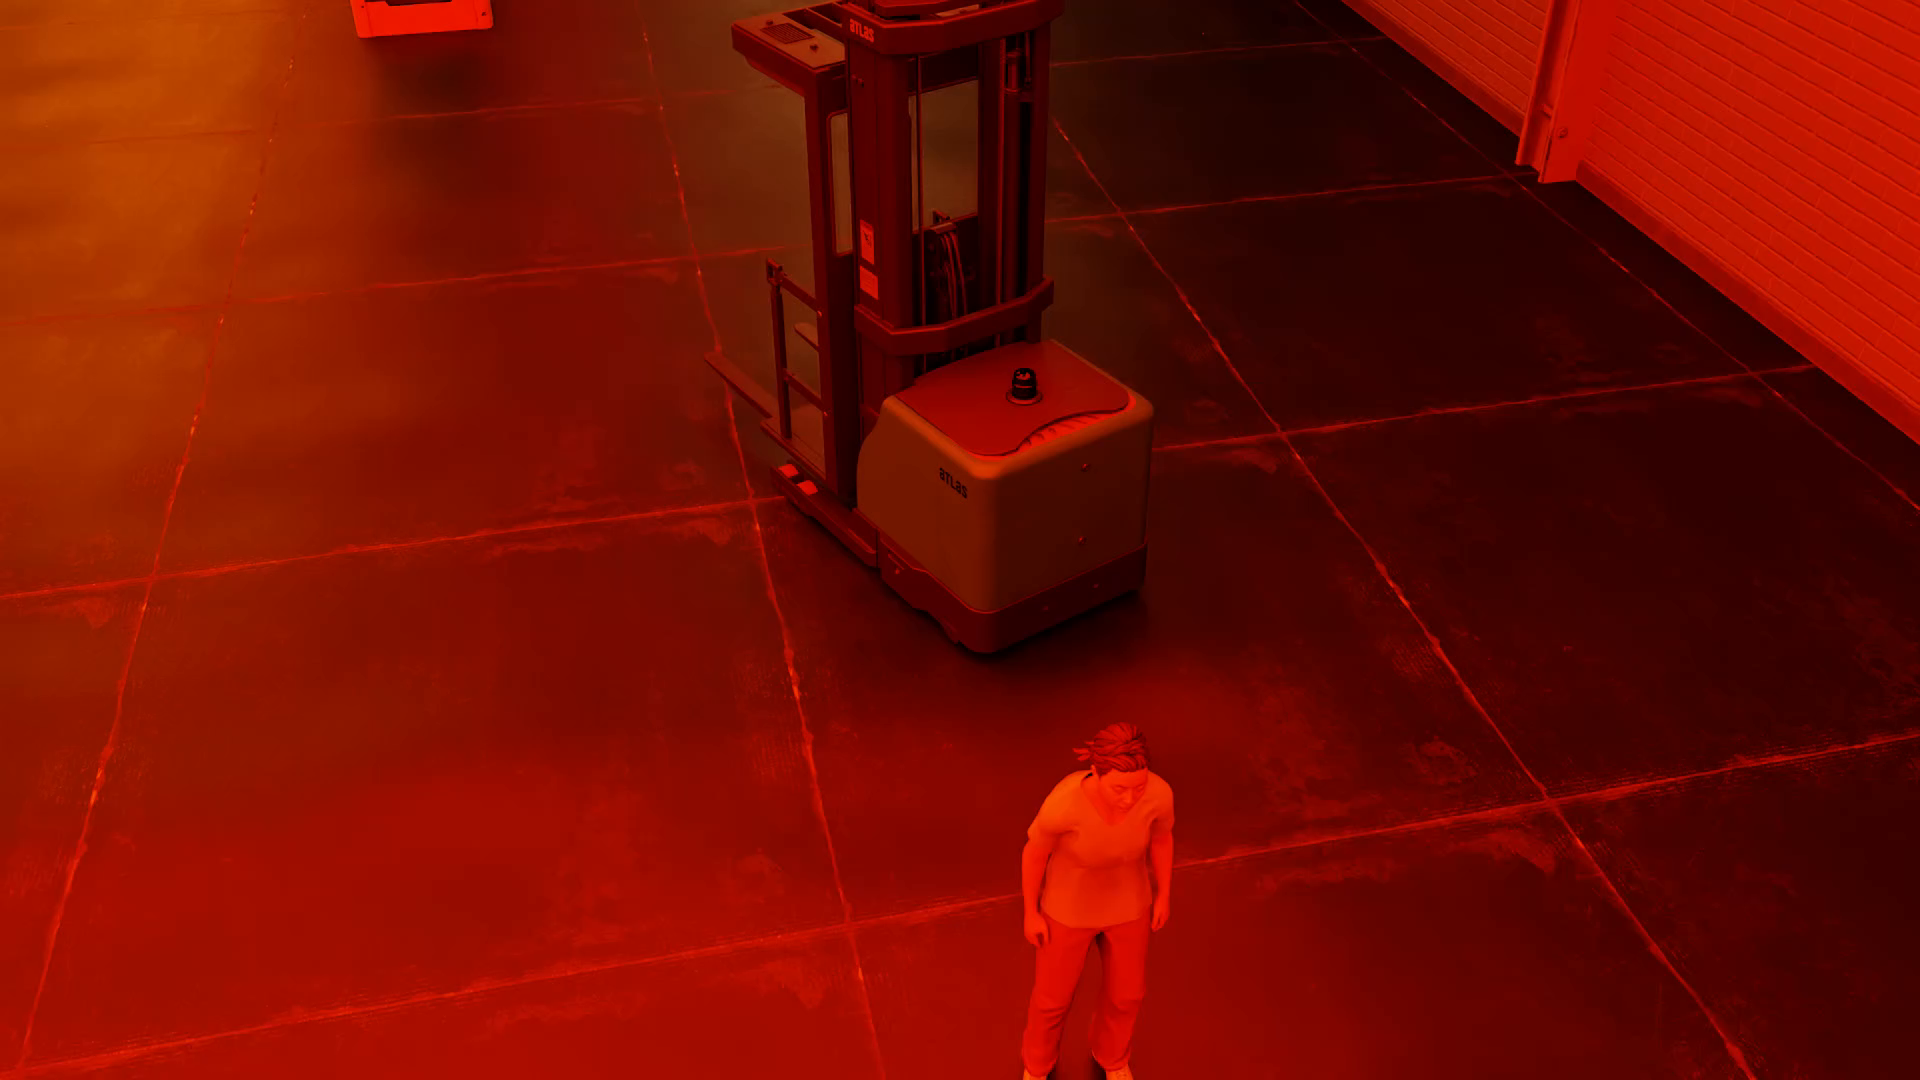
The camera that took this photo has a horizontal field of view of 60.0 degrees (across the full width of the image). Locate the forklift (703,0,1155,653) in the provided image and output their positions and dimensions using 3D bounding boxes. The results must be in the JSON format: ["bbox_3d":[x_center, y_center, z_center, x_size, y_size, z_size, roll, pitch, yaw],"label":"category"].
[{"bbox_3d":[-0.350,-1.480,8.107,1.130,2.935,3.031,-22,41,-28],"label":"forklift"}]

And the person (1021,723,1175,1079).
[{"bbox_3d":[0.447,1.221,5.433,0.519,1.671,0.365,-6,36,-8],"label":"person"}]
